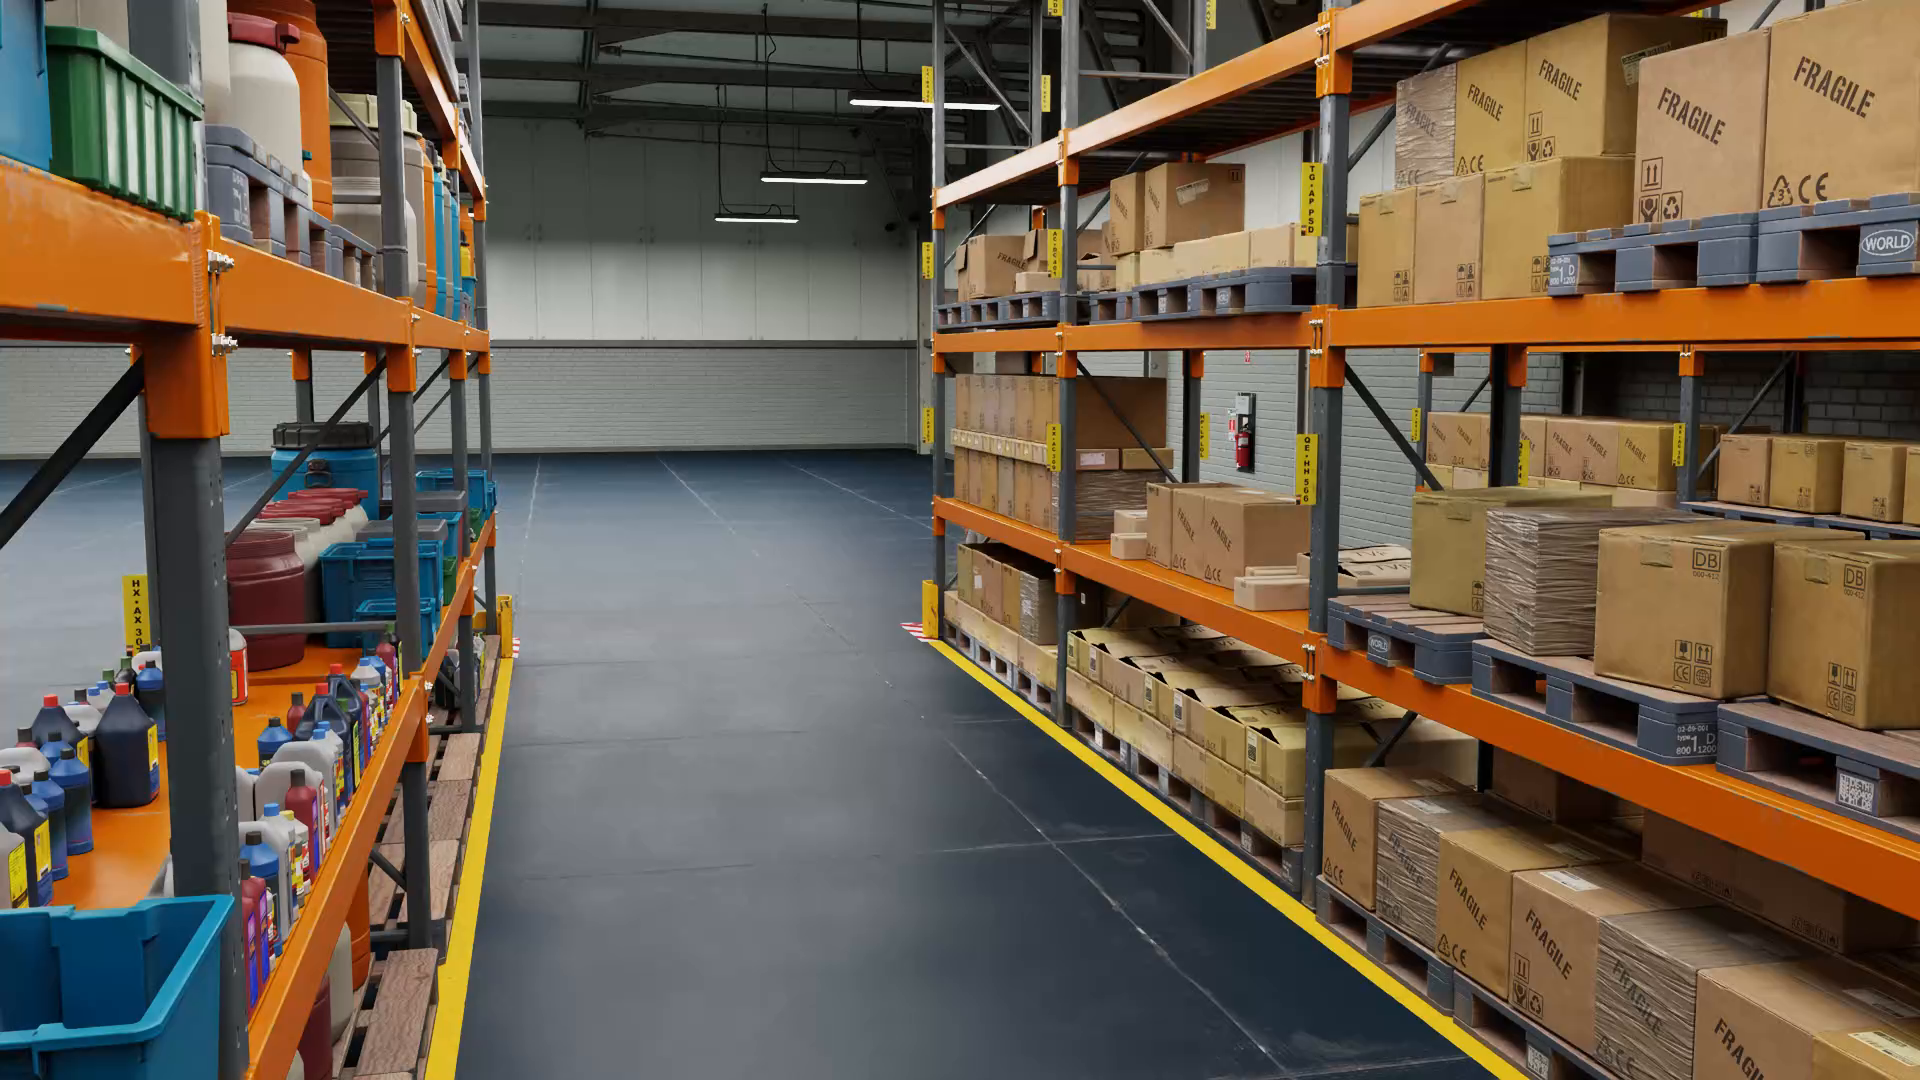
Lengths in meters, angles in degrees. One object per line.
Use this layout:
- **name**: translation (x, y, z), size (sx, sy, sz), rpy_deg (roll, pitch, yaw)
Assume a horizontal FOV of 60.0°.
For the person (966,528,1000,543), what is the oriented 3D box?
- **person**: translation (0.184, -0.077, 16.785), size (0.529, 1.670, 0.598), rpy_deg (-3, 7, -27)
